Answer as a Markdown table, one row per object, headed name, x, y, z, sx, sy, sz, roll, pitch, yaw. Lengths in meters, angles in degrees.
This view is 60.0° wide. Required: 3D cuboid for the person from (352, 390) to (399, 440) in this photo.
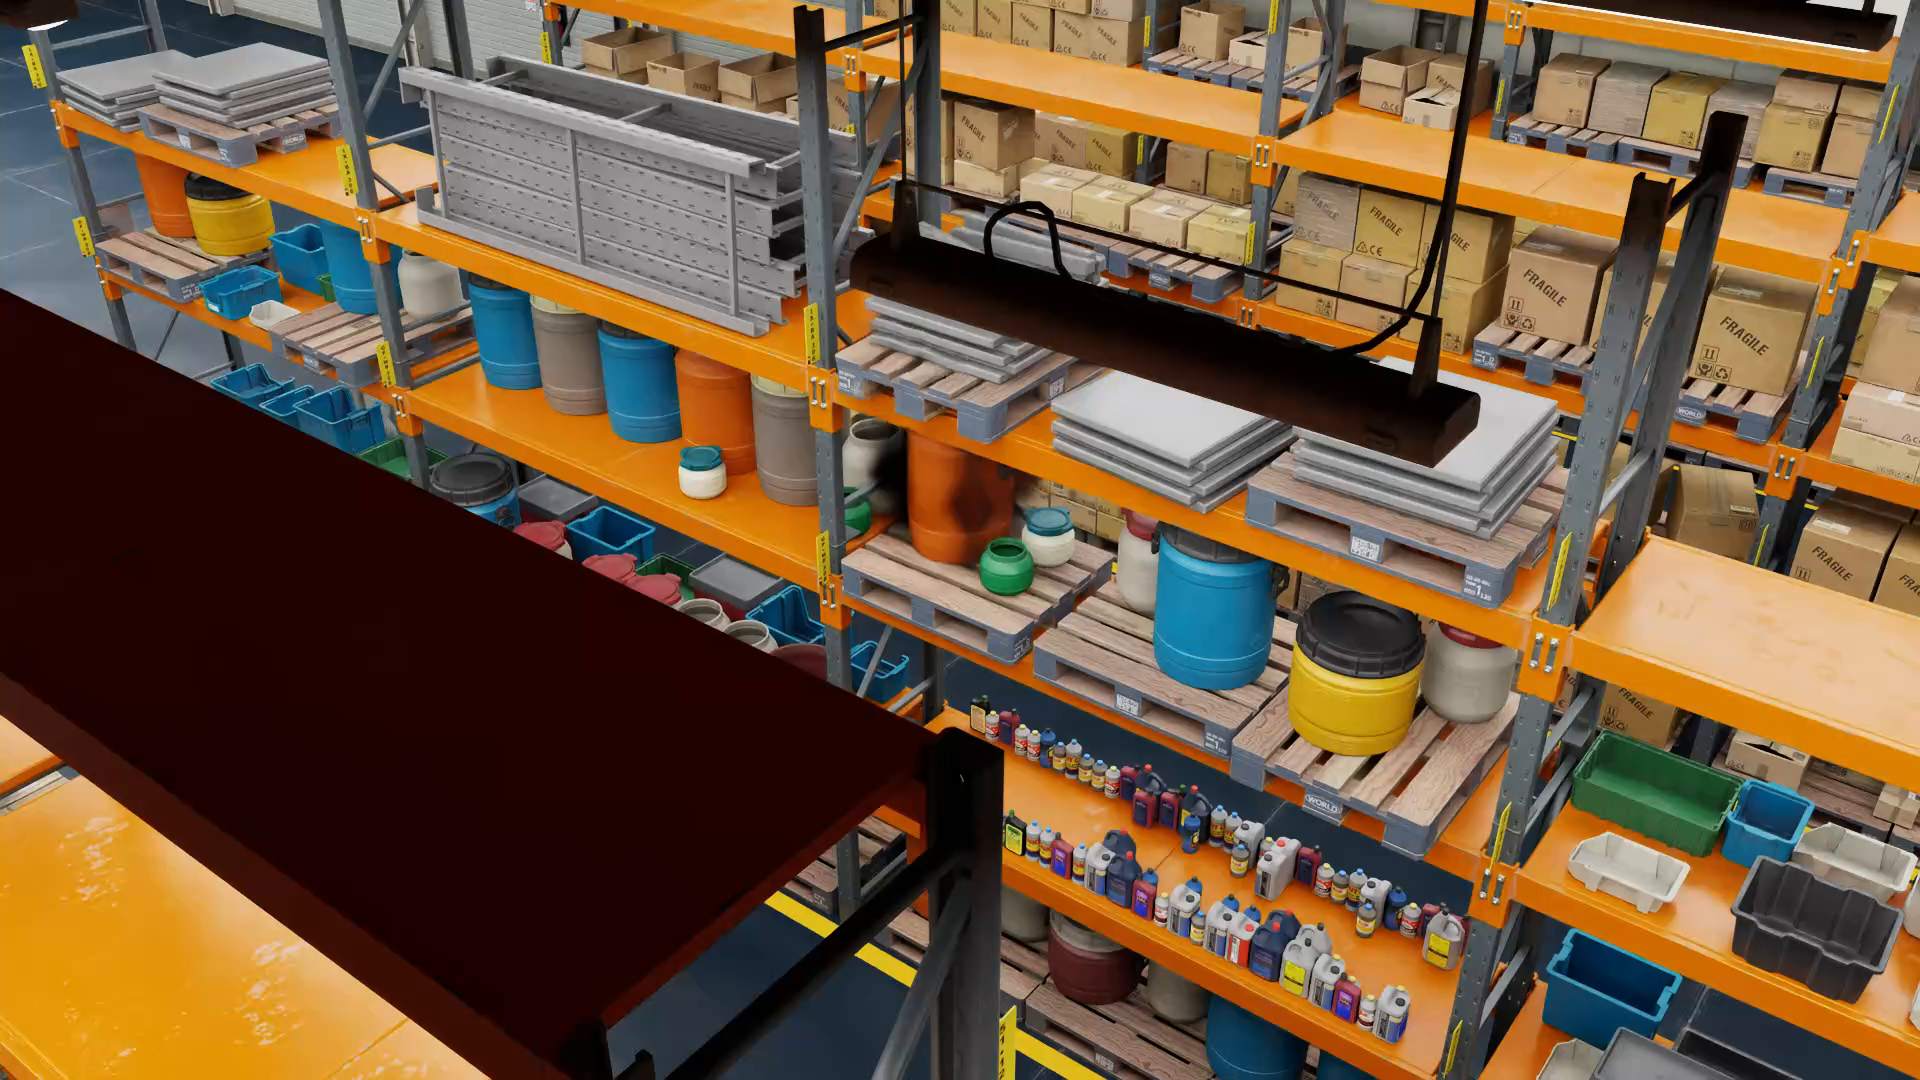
| name | x | y | z | sx | sy | sz | roll | pitch | yaw |
| --- | --- | --- | --- | --- | --- | --- | --- | --- | --- |
| person | -5.743 | -1.342 | 16.205 | 0.495 | 1.509 | 0.398 | 22 | 37 | 31 |
